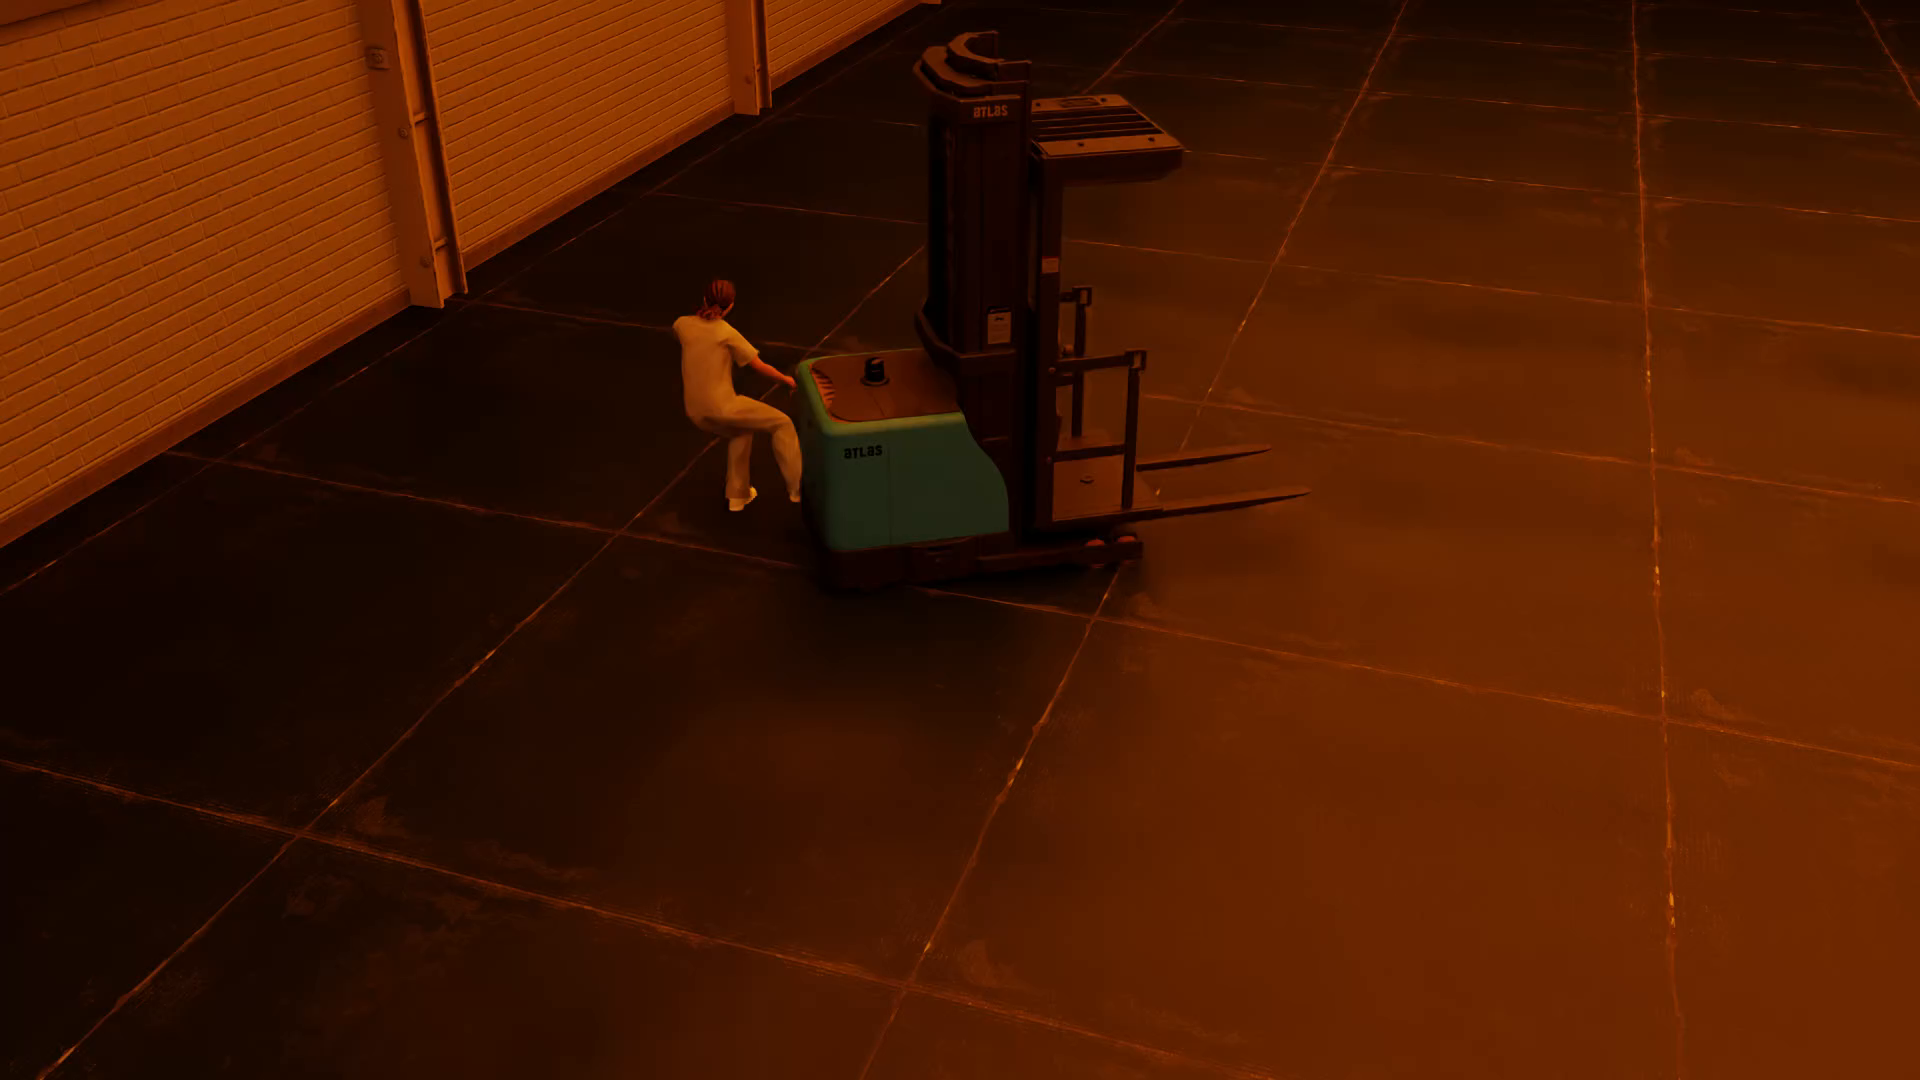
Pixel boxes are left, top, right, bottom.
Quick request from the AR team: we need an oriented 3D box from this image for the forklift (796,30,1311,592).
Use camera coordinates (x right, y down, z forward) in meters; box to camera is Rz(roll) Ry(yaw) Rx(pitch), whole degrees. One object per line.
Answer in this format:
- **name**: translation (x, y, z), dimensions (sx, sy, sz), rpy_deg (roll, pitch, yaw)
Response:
- **forklift**: translation (0.597, -1.355, 9.513), dimensions (3.031, 2.935, 1.130), rpy_deg (-7, 30, -12)

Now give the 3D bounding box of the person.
- **person**: translation (-1.287, -0.926, 10.304), dimensions (1.123, 1.433, 0.824), rpy_deg (12, 32, 20)
